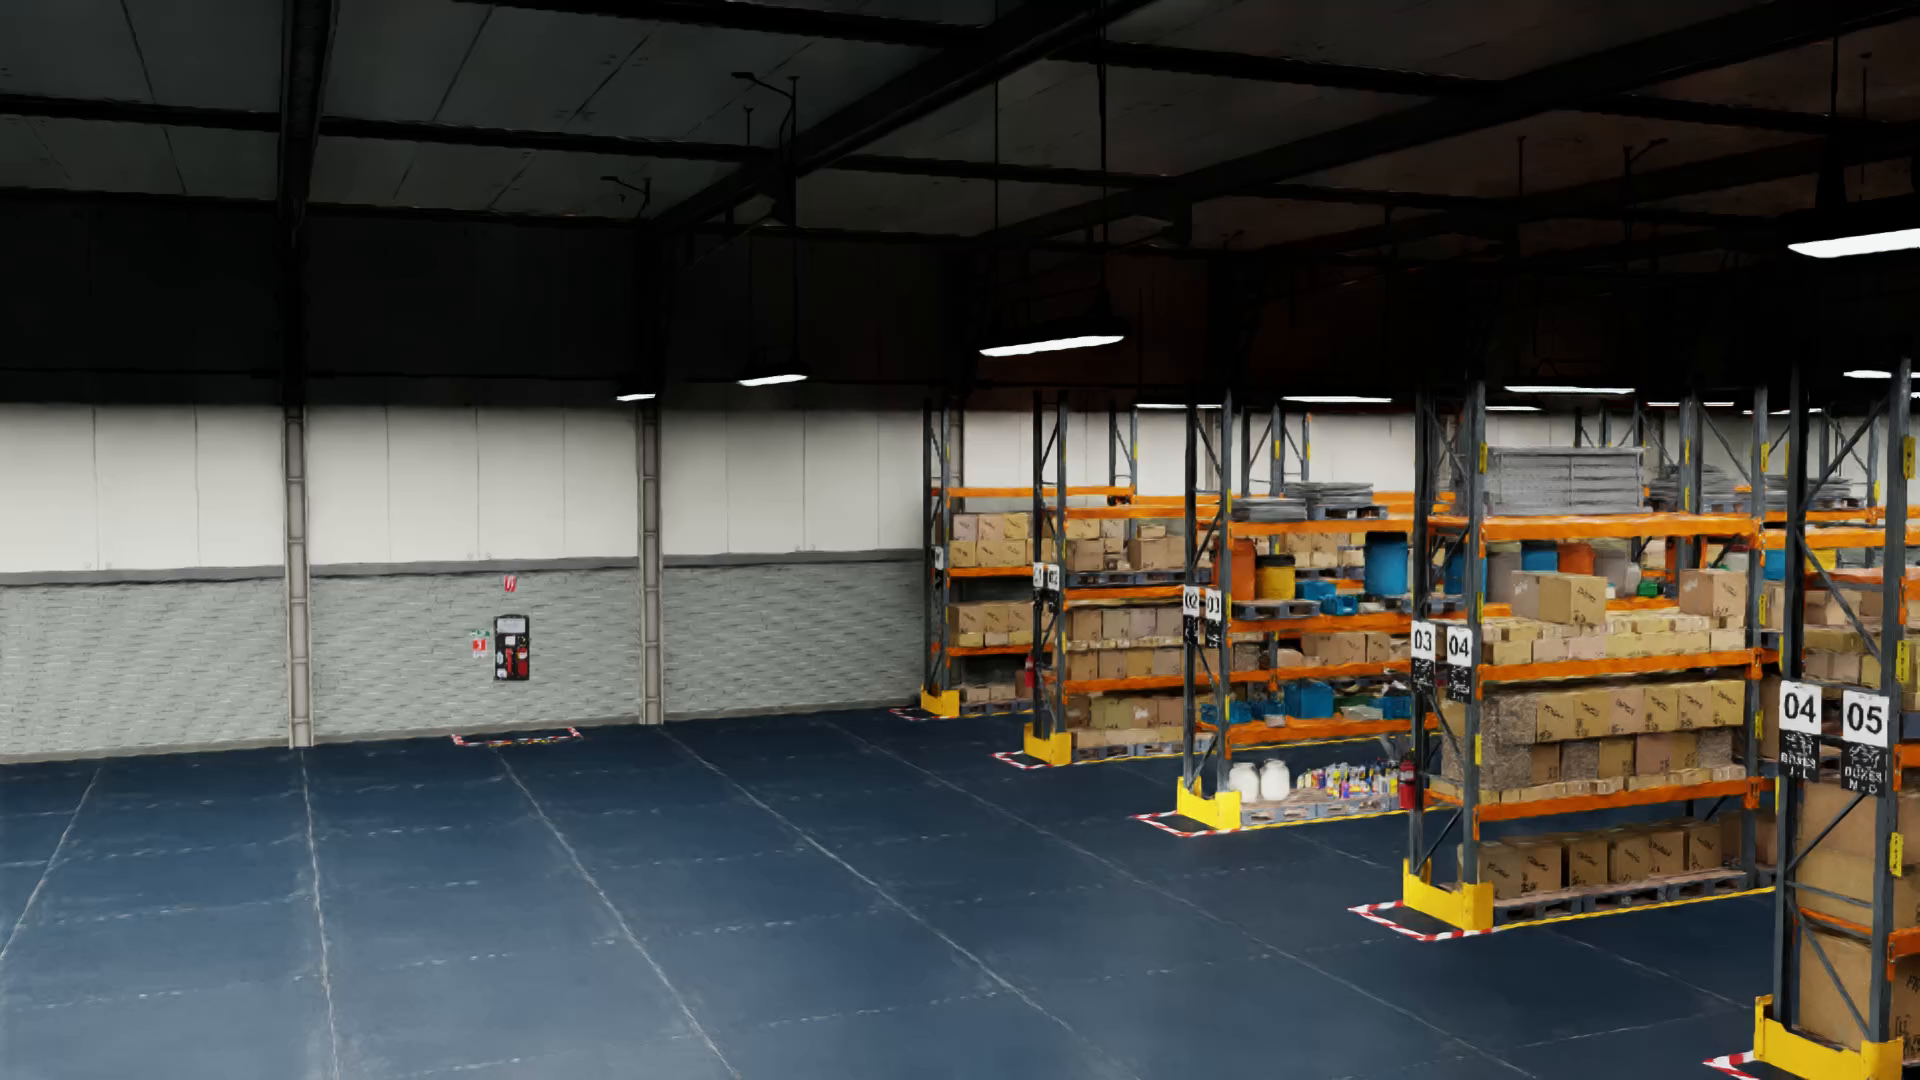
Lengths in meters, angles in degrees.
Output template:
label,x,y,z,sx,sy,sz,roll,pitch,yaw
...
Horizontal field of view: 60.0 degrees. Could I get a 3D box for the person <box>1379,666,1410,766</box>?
label,x,y,z,sx,sy,sz,roll,pitch,yaw
person,6.913,2.806,26.400,0.532,1.625,0.592,-2,4,-25
